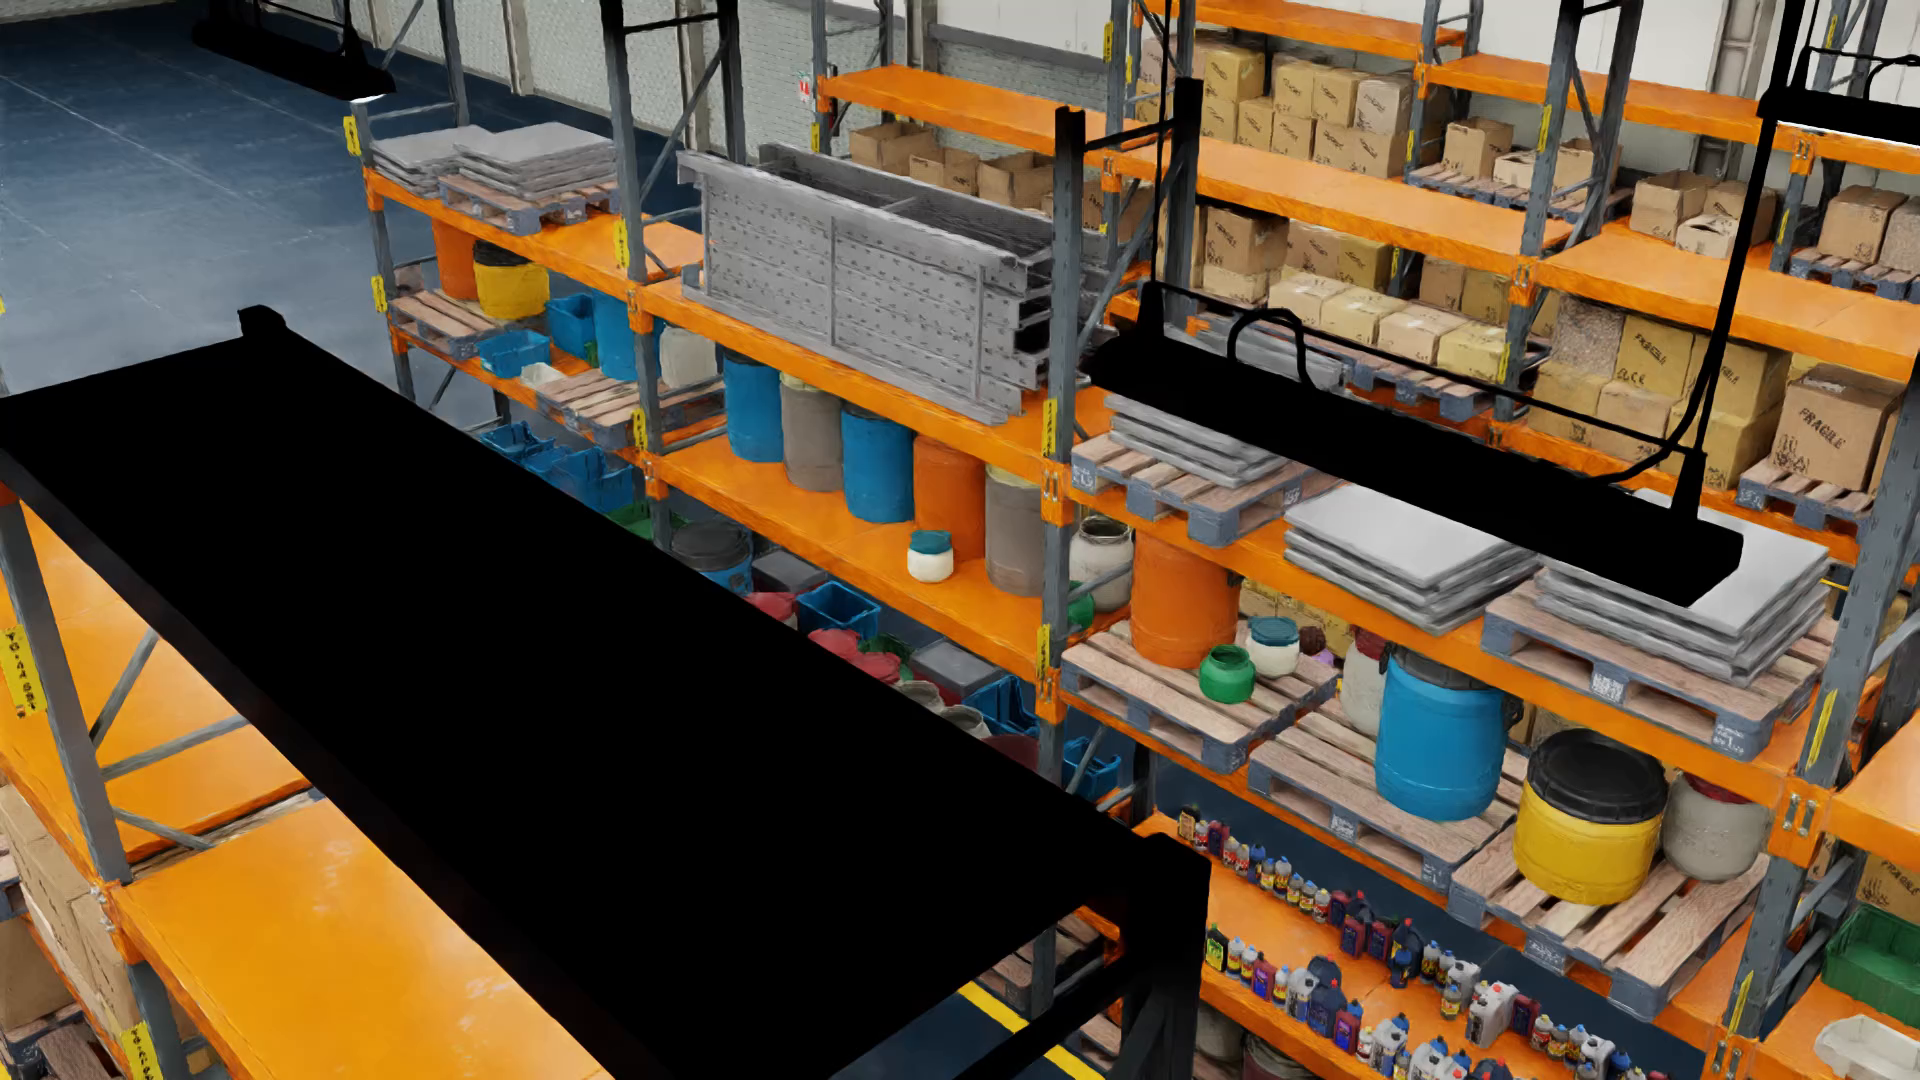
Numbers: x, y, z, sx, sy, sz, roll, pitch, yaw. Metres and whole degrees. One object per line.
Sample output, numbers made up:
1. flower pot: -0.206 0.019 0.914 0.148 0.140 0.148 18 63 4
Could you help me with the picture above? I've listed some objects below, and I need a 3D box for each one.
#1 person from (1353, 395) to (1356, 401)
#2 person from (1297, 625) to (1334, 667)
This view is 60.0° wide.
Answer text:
1. person: 3.747 -0.984 16.872 0.552 1.742 0.677 25 37 38
2. person: 2.696 1.332 12.734 1.038 1.514 0.419 24 37 38
